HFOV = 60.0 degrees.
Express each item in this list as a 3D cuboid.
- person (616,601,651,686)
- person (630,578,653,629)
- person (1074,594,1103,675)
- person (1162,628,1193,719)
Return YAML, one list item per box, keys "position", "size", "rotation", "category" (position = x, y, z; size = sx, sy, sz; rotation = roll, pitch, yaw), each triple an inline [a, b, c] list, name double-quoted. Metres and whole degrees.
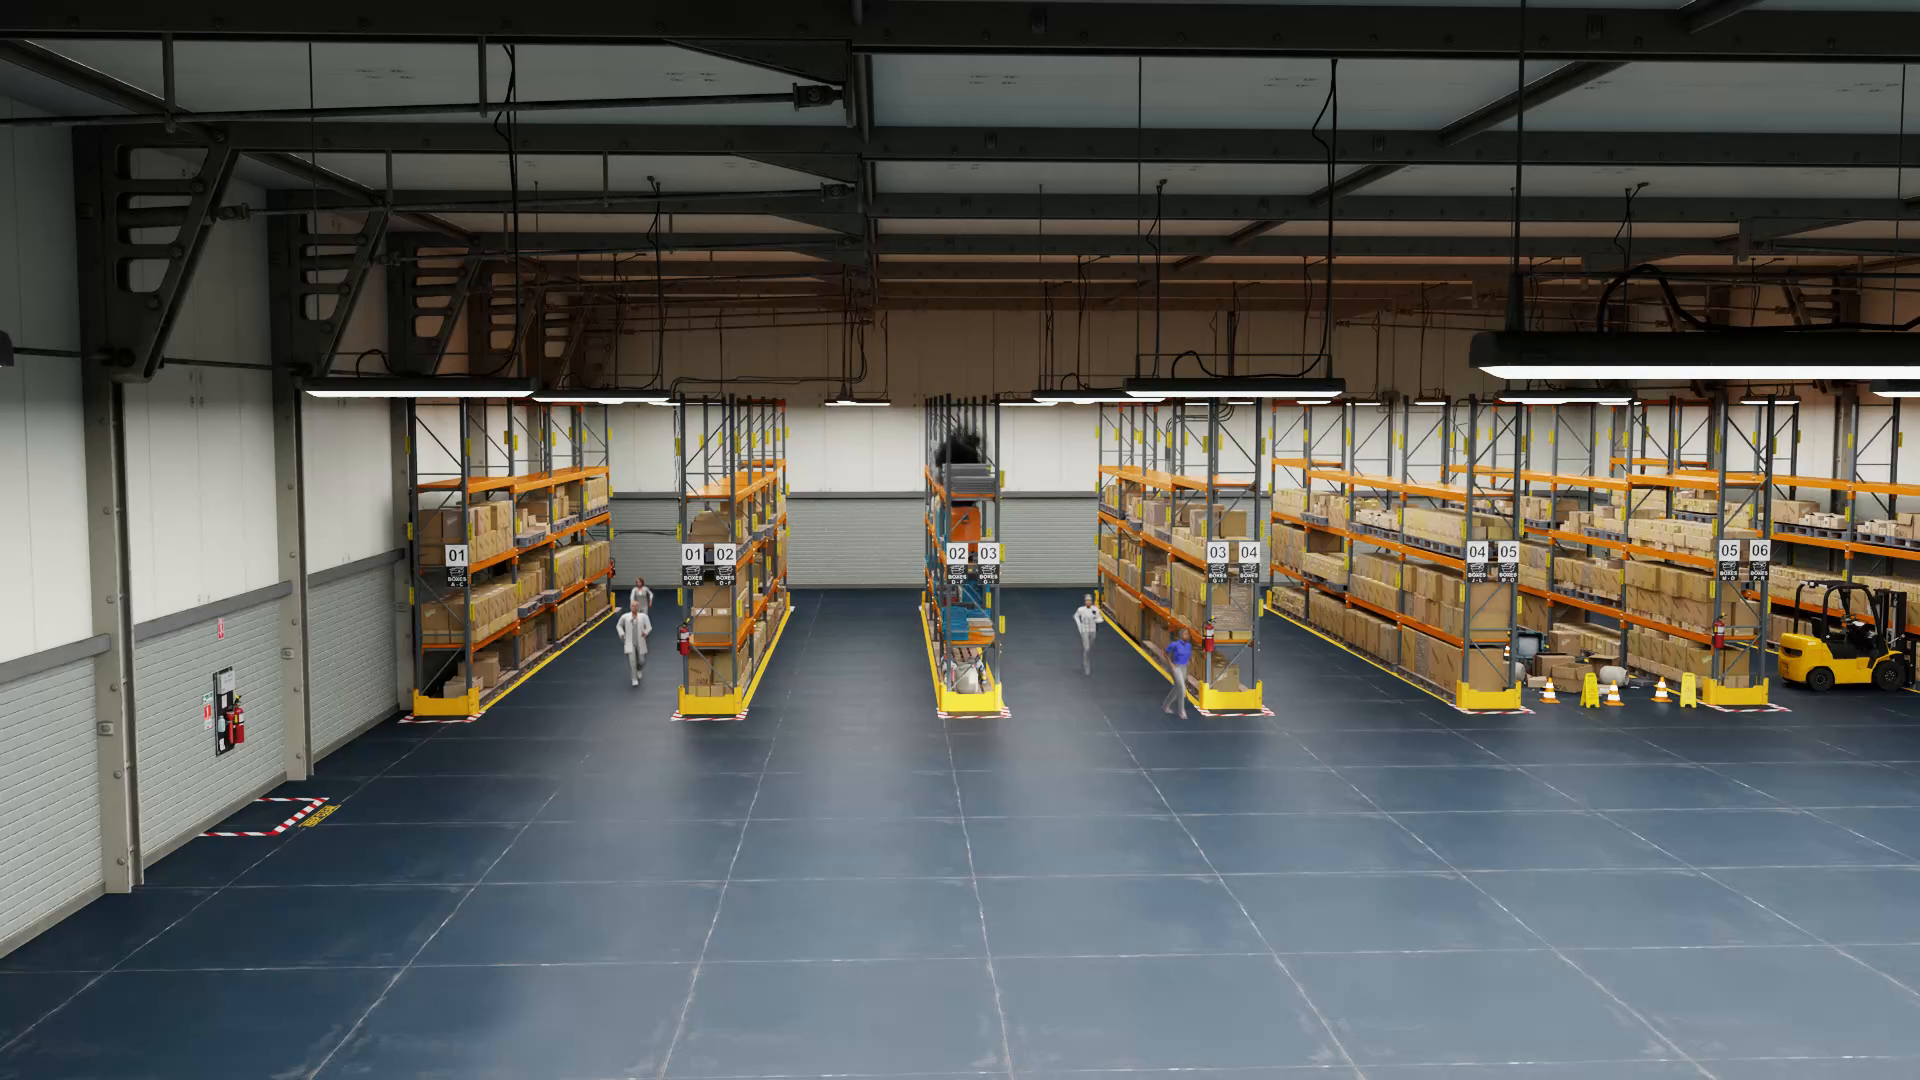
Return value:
- position: [-6.757, 2.130, 34.499]
  size: [0.715, 1.735, 0.826]
  rotation: [-1, 5, -15]
  category: "person"
- position: [-7.791, 1.738, 40.645]
  size: [0.541, 1.601, 0.732]
  rotation: [0, 5, -5]
  category: "person"
- position: [2.808, 2.035, 36.108]
  size: [0.584, 1.754, 0.760]
  rotation: [-1, 5, -8]
  category: "person"
- position: [4.059, 2.473, 30.962]
  size: [0.555, 1.694, 0.727]
  rotation: [-4, 6, -39]
  category: "person"
